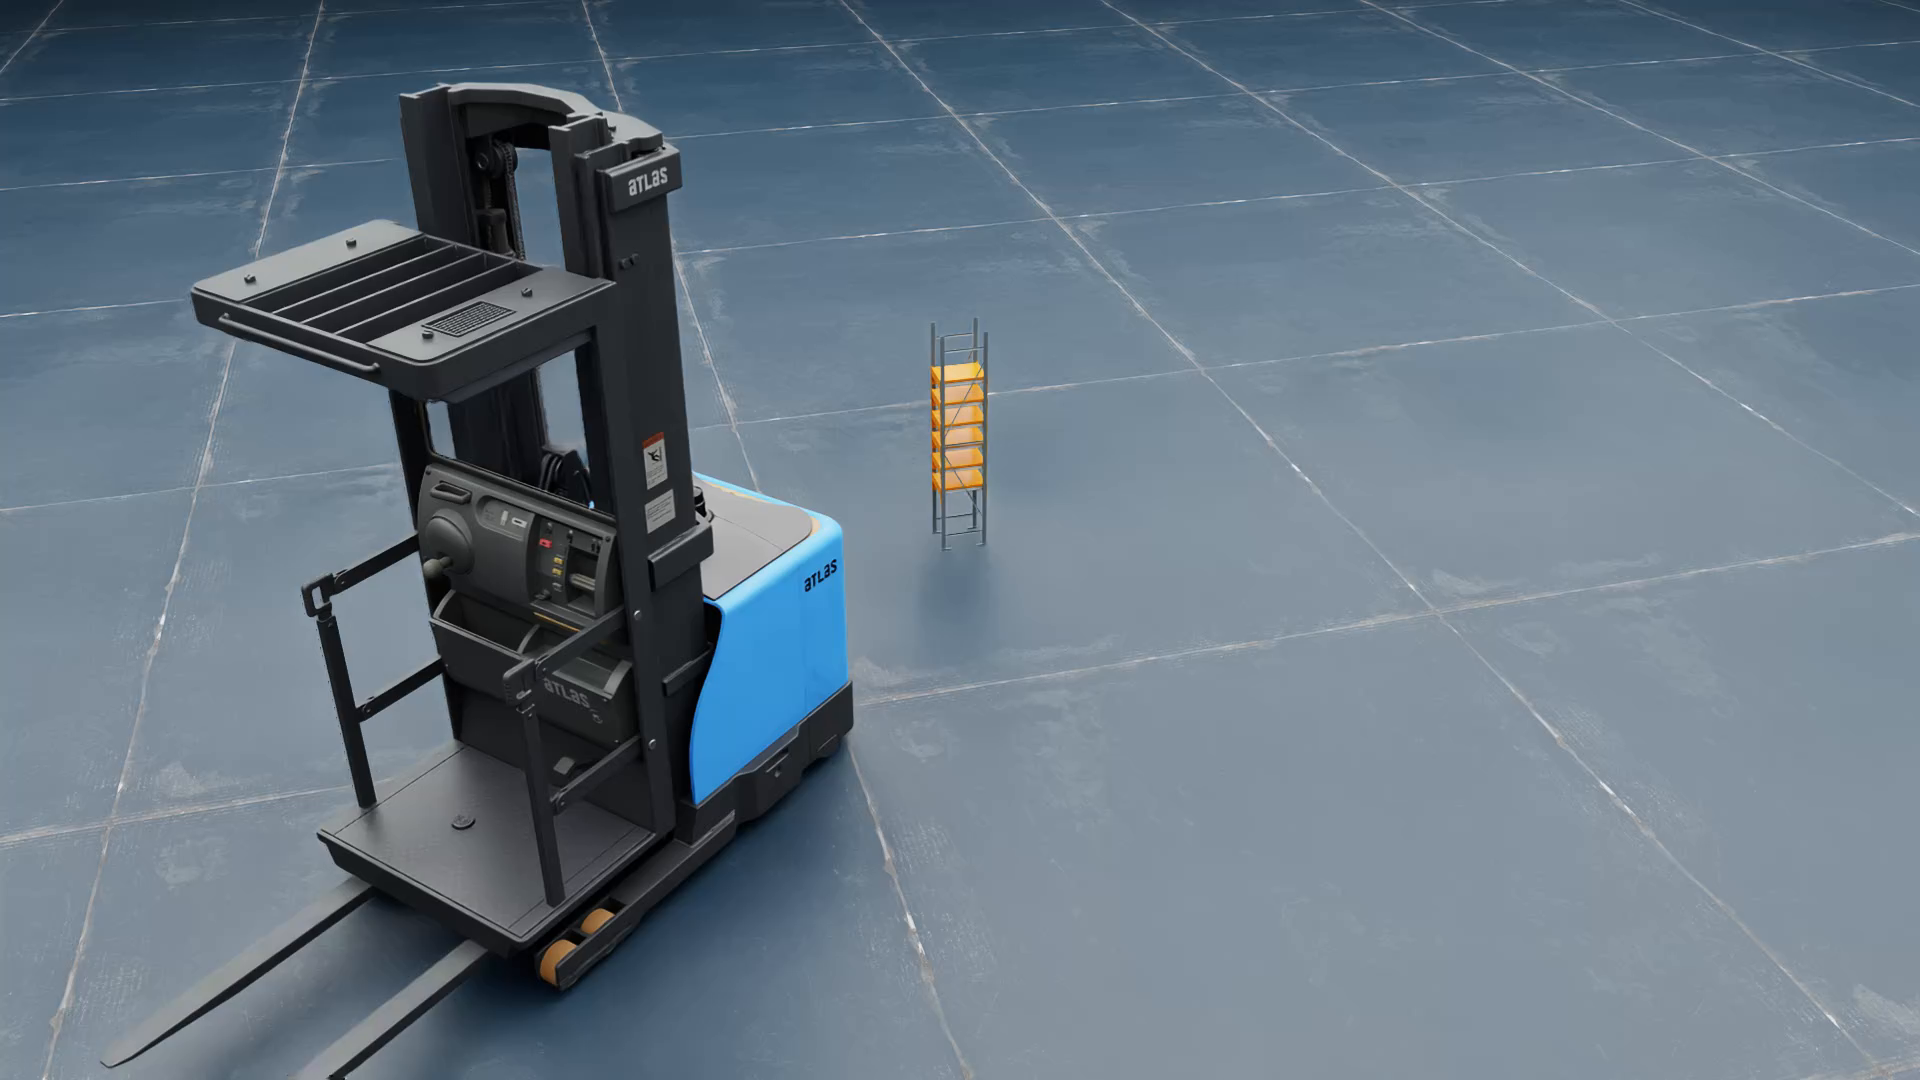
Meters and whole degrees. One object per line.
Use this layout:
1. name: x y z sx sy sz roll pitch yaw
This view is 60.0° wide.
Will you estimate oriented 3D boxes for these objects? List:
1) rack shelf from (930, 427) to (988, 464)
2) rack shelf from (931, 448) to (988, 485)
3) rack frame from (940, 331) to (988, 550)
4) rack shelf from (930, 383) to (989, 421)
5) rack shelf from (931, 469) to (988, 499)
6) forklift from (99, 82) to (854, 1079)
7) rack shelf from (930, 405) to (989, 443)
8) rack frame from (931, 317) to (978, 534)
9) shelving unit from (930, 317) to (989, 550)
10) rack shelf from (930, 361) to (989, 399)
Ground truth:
1. rack shelf: -0.004 -0.488 8.484 0.258 0.103 0.180 -8 31 -13
2. rack shelf: -0.004 -0.384 8.544 0.258 0.103 0.180 -8 31 -13
3. rack frame: 0.020 -0.482 8.385 0.240 1.200 0.006 -8 31 -13
4. rack shelf: -0.004 -0.696 8.364 0.258 0.103 0.180 -8 31 -13
5. rack shelf: -0.004 -0.280 8.604 0.258 0.103 0.180 -8 31 -13
6. forklift: -1.687 0.067 5.708 1.130 2.935 3.031 18 35 28
7. rack shelf: -0.004 -0.592 8.424 0.258 0.103 0.180 -8 31 -13
8. rack frame: -0.028 -0.570 8.538 0.240 1.200 0.006 -8 31 -13
9. shelving unit: -0.004 -0.526 8.462 0.258 1.200 0.189 -8 31 -13
10. rack shelf: -0.004 -0.799 8.303 0.258 0.103 0.180 -8 31 -13
